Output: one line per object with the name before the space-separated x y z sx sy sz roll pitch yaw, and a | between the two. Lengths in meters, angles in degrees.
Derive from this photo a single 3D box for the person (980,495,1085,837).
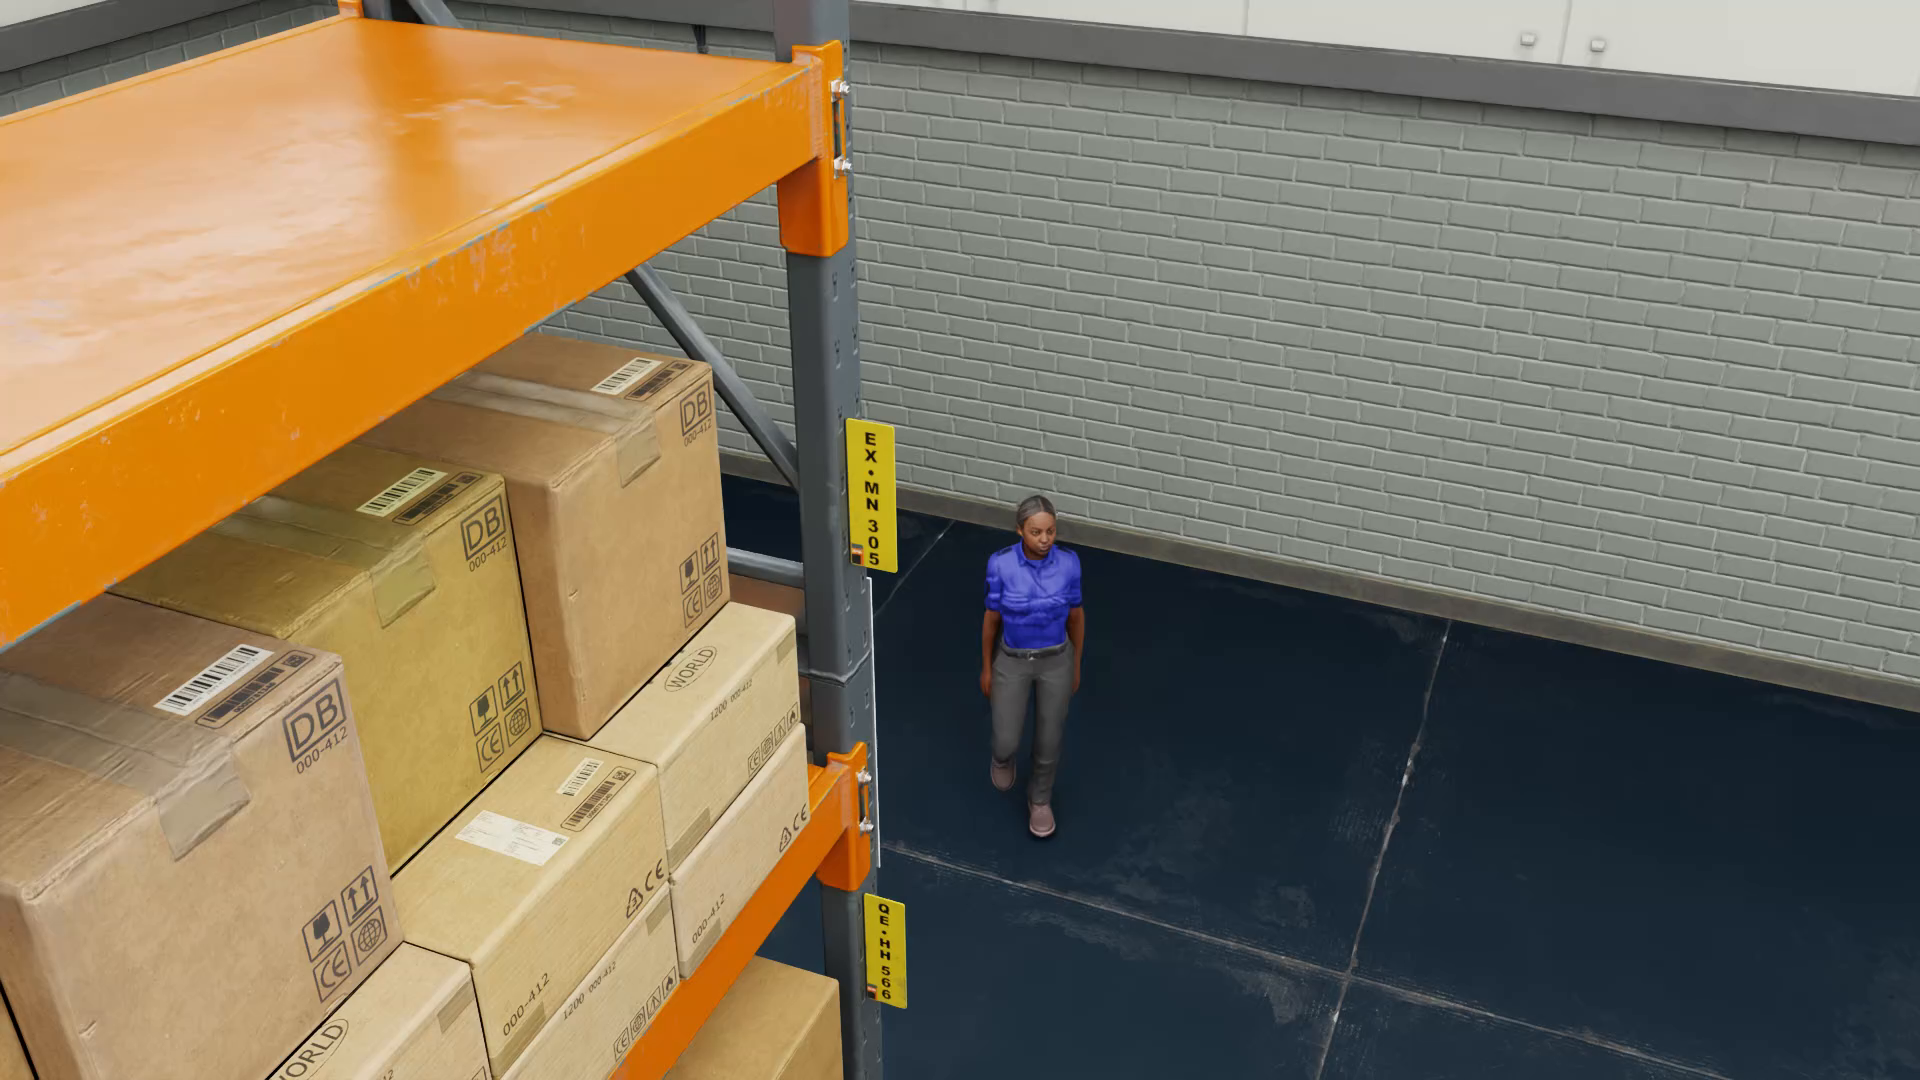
person | 0.317 0.539 7.401 0.466 1.646 0.485 -3 30 -5
